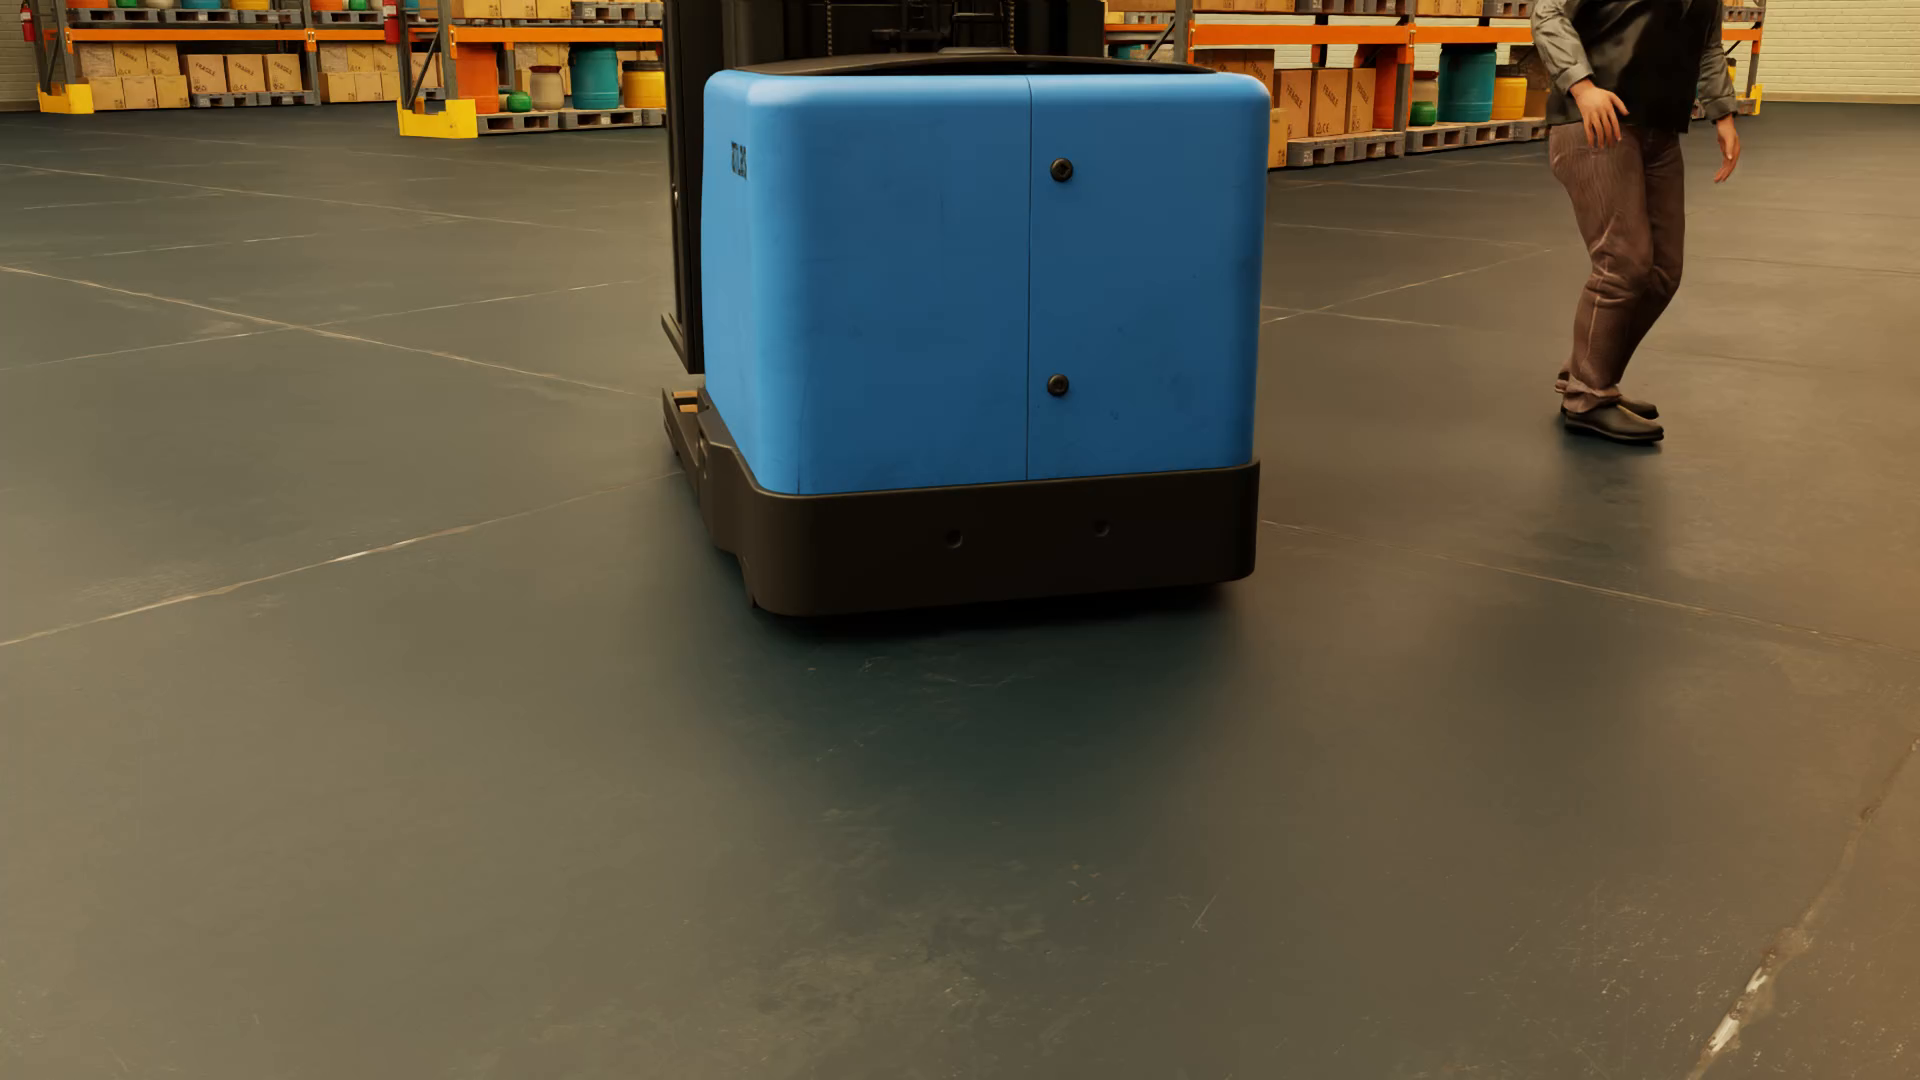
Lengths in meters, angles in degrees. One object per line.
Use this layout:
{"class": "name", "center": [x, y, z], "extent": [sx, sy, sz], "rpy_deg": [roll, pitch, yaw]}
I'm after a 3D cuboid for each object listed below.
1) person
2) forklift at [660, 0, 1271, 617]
{"class": "person", "center": [2.028, -1.166, 4.877], "extent": [0.725, 1.698, 0.511], "rpy_deg": [-11, 20, -33]}
{"class": "forklift", "center": [-0.245, -1.642, 4.304], "extent": [1.130, 2.935, 3.031], "rpy_deg": [-4, 17, -14]}
